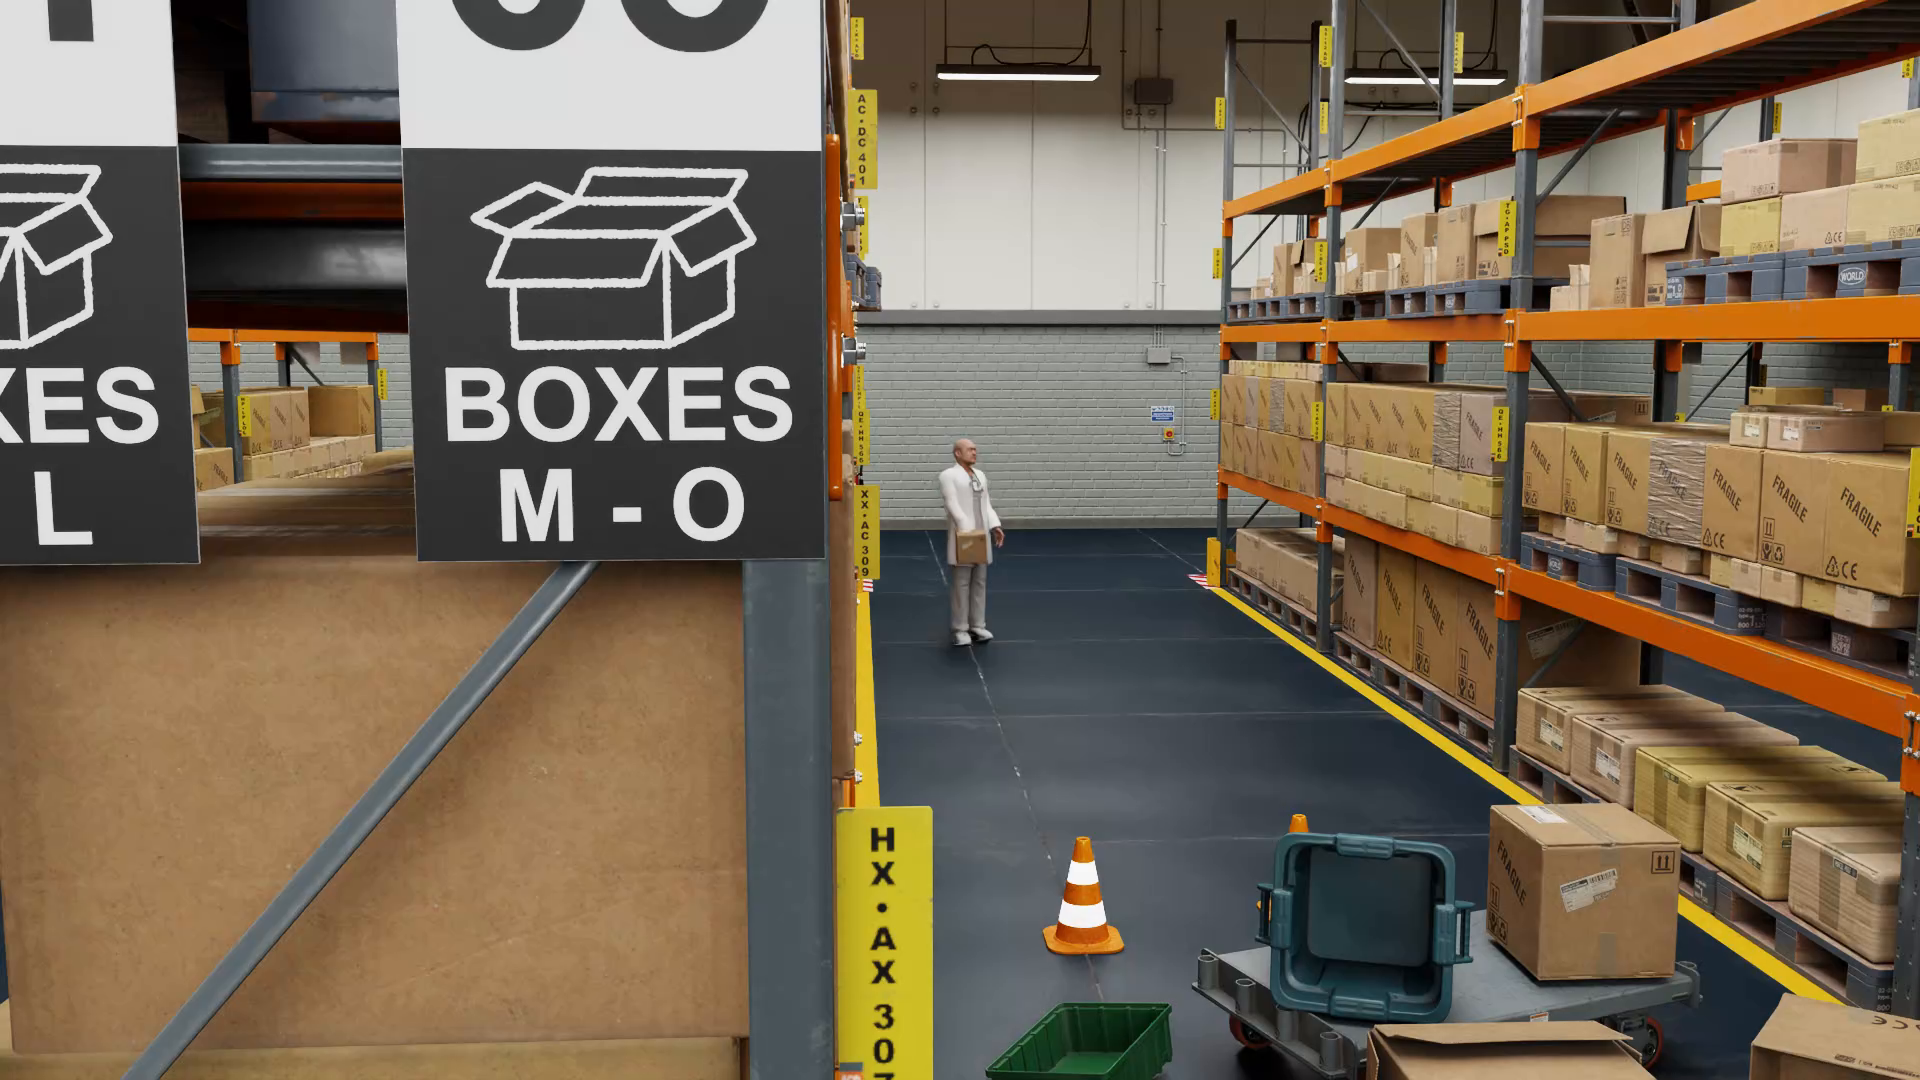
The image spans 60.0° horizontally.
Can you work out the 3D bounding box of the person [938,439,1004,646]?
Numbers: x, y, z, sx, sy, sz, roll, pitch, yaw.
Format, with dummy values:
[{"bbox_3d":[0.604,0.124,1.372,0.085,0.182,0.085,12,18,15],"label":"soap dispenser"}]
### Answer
[{"bbox_3d":[0.100,0.006,14.678,0.495,1.785,0.618,6,9,41],"label":"person"}]
